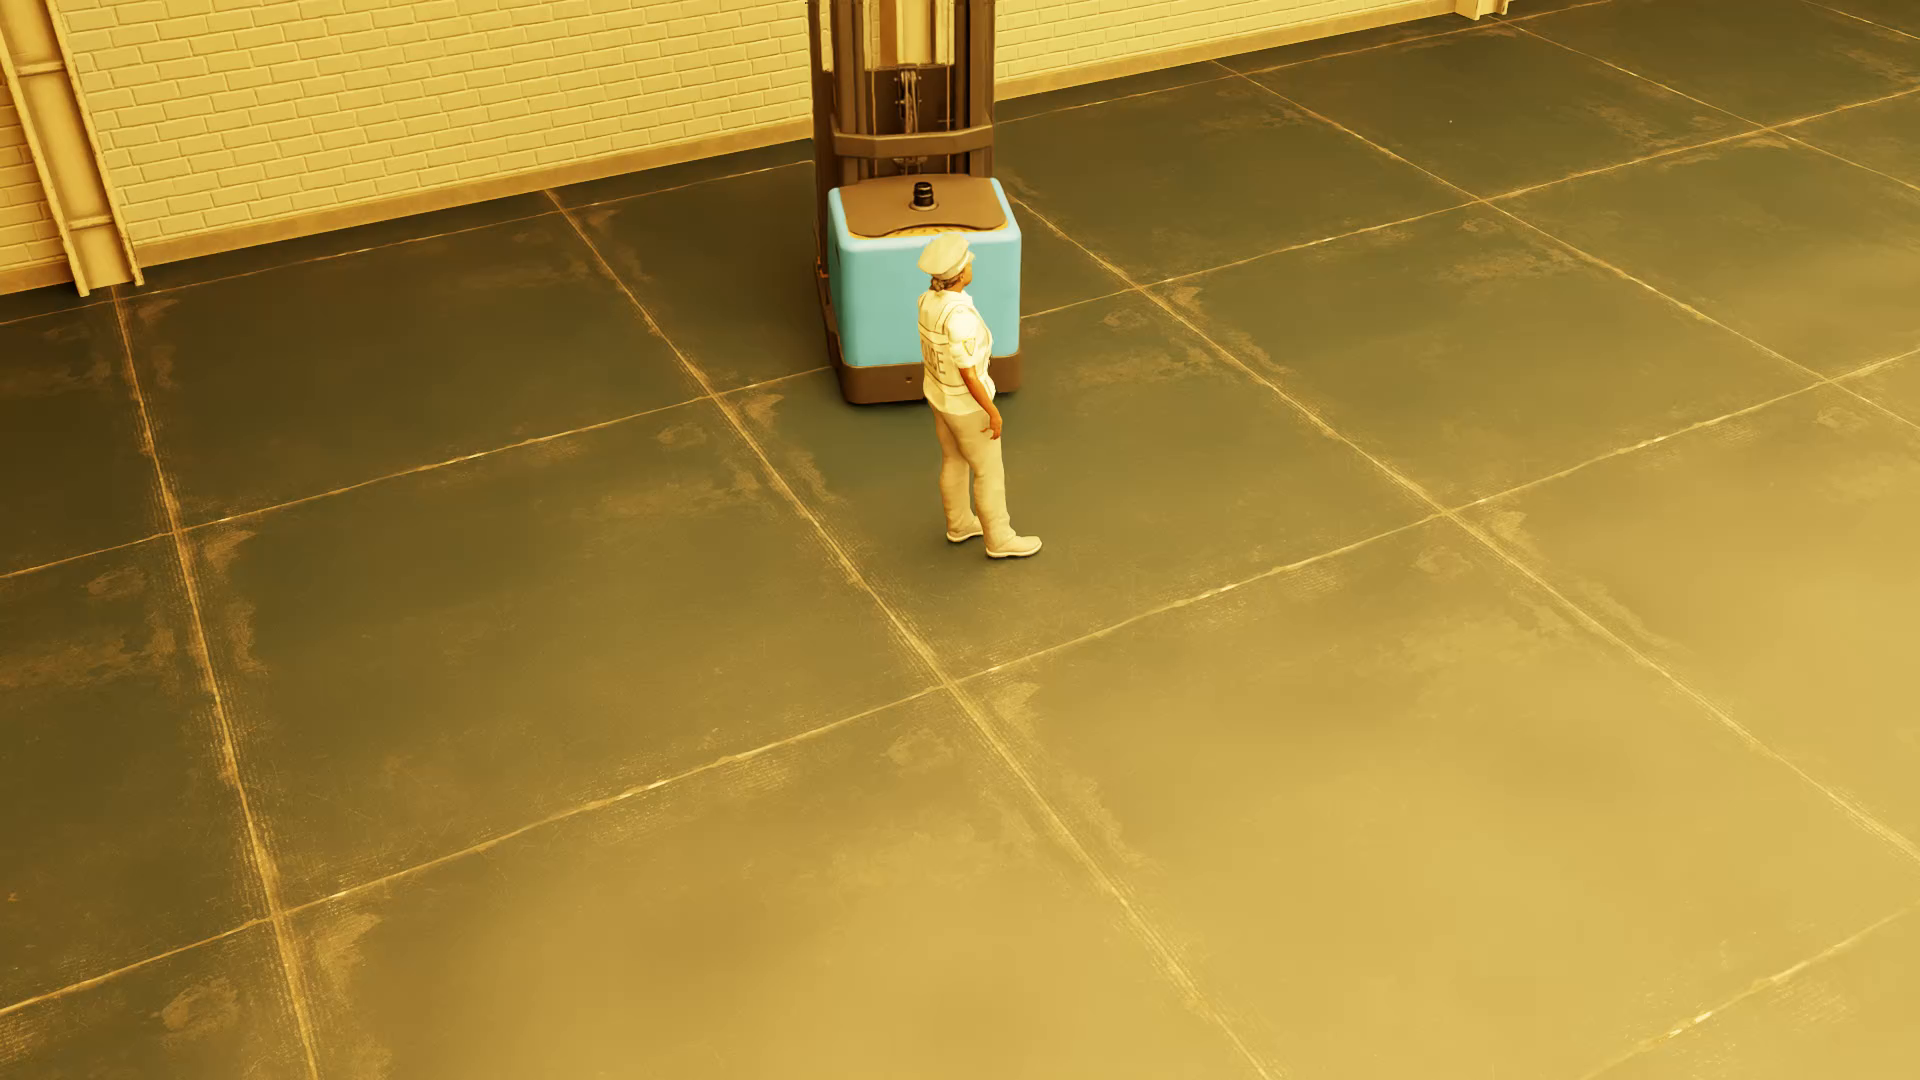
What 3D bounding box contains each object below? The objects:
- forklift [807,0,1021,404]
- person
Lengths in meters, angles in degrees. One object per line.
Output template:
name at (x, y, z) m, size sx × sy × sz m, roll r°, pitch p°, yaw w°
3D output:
forklift at (-0.377, -2.830, 10.126) m, size 1.130 × 2.935 × 3.031 m, roll -5°, pitch 36°, yaw -7°
person at (0.075, -0.707, 8.184) m, size 0.530 × 1.692 × 0.570 m, roll -17°, pitch 39°, yaw -23°
